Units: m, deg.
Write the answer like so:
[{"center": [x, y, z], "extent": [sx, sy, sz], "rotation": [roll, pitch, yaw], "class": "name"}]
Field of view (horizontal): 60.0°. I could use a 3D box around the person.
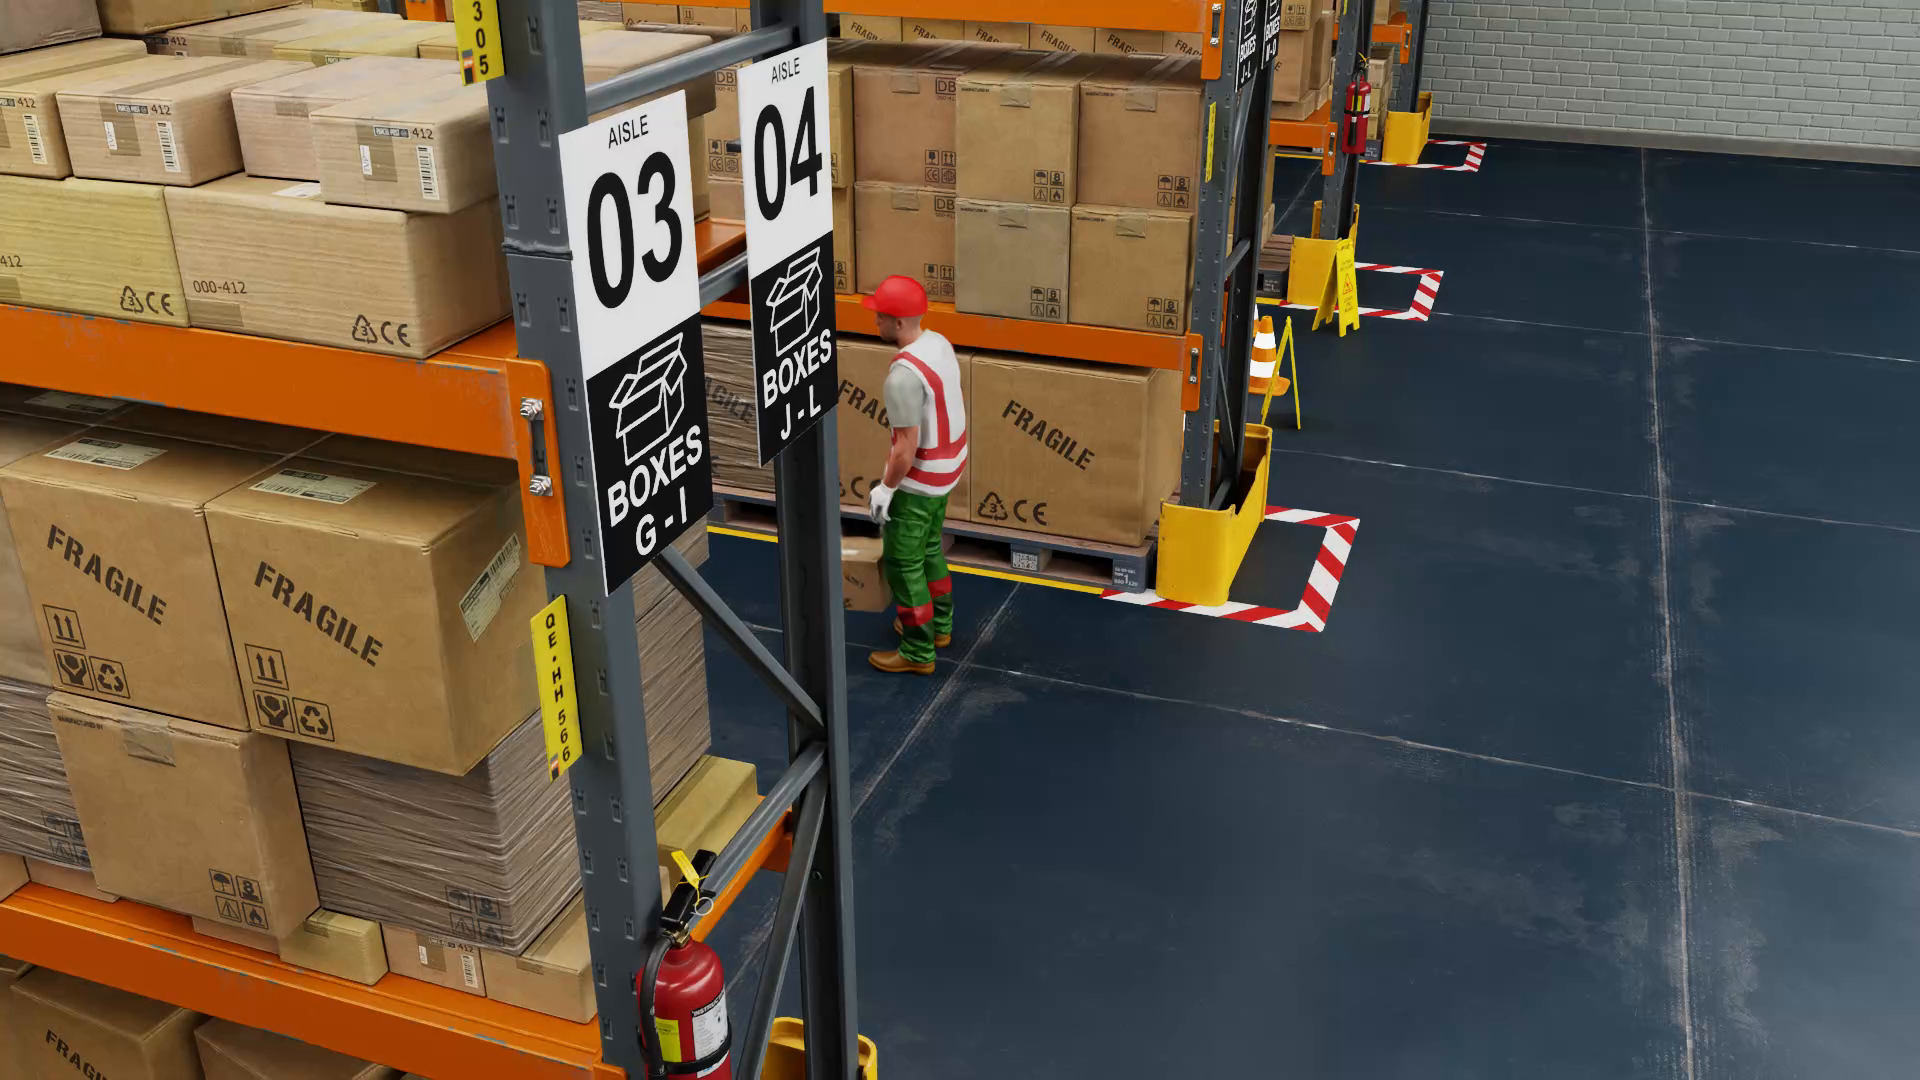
[{"center": [-0.214, -0.267, 7.152], "extent": [0.447, 1.780, 0.623], "rotation": [8, 27, 16], "class": "person"}]
